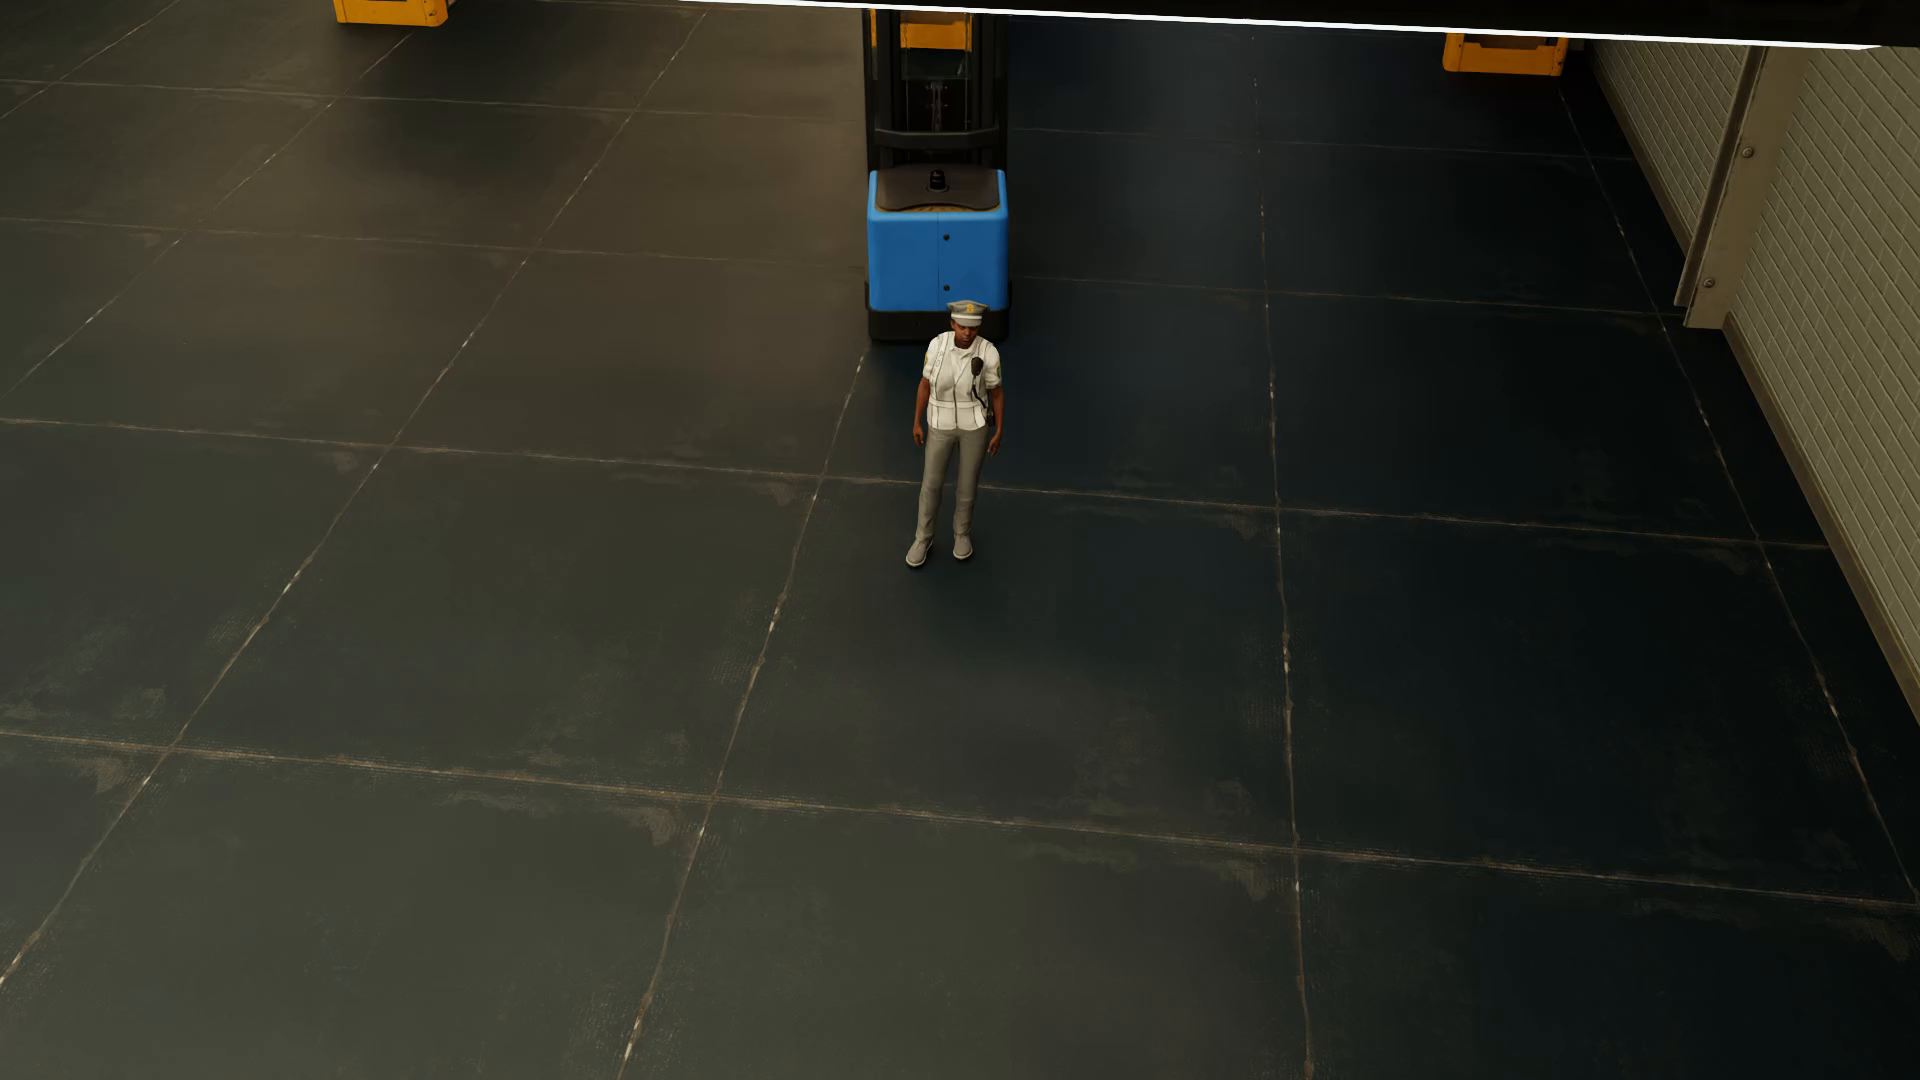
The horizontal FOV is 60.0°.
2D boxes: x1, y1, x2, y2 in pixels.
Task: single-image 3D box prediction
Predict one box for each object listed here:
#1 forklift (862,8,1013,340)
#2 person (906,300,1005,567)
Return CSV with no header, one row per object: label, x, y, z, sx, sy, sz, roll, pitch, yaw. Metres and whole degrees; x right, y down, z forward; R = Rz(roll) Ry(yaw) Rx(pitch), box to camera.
forklift,-0.182,-3.514,12.797,1.130,2.935,3.031,-1,36,-1
person,-0.029,-0.645,9.935,0.569,1.695,0.528,4,37,6
